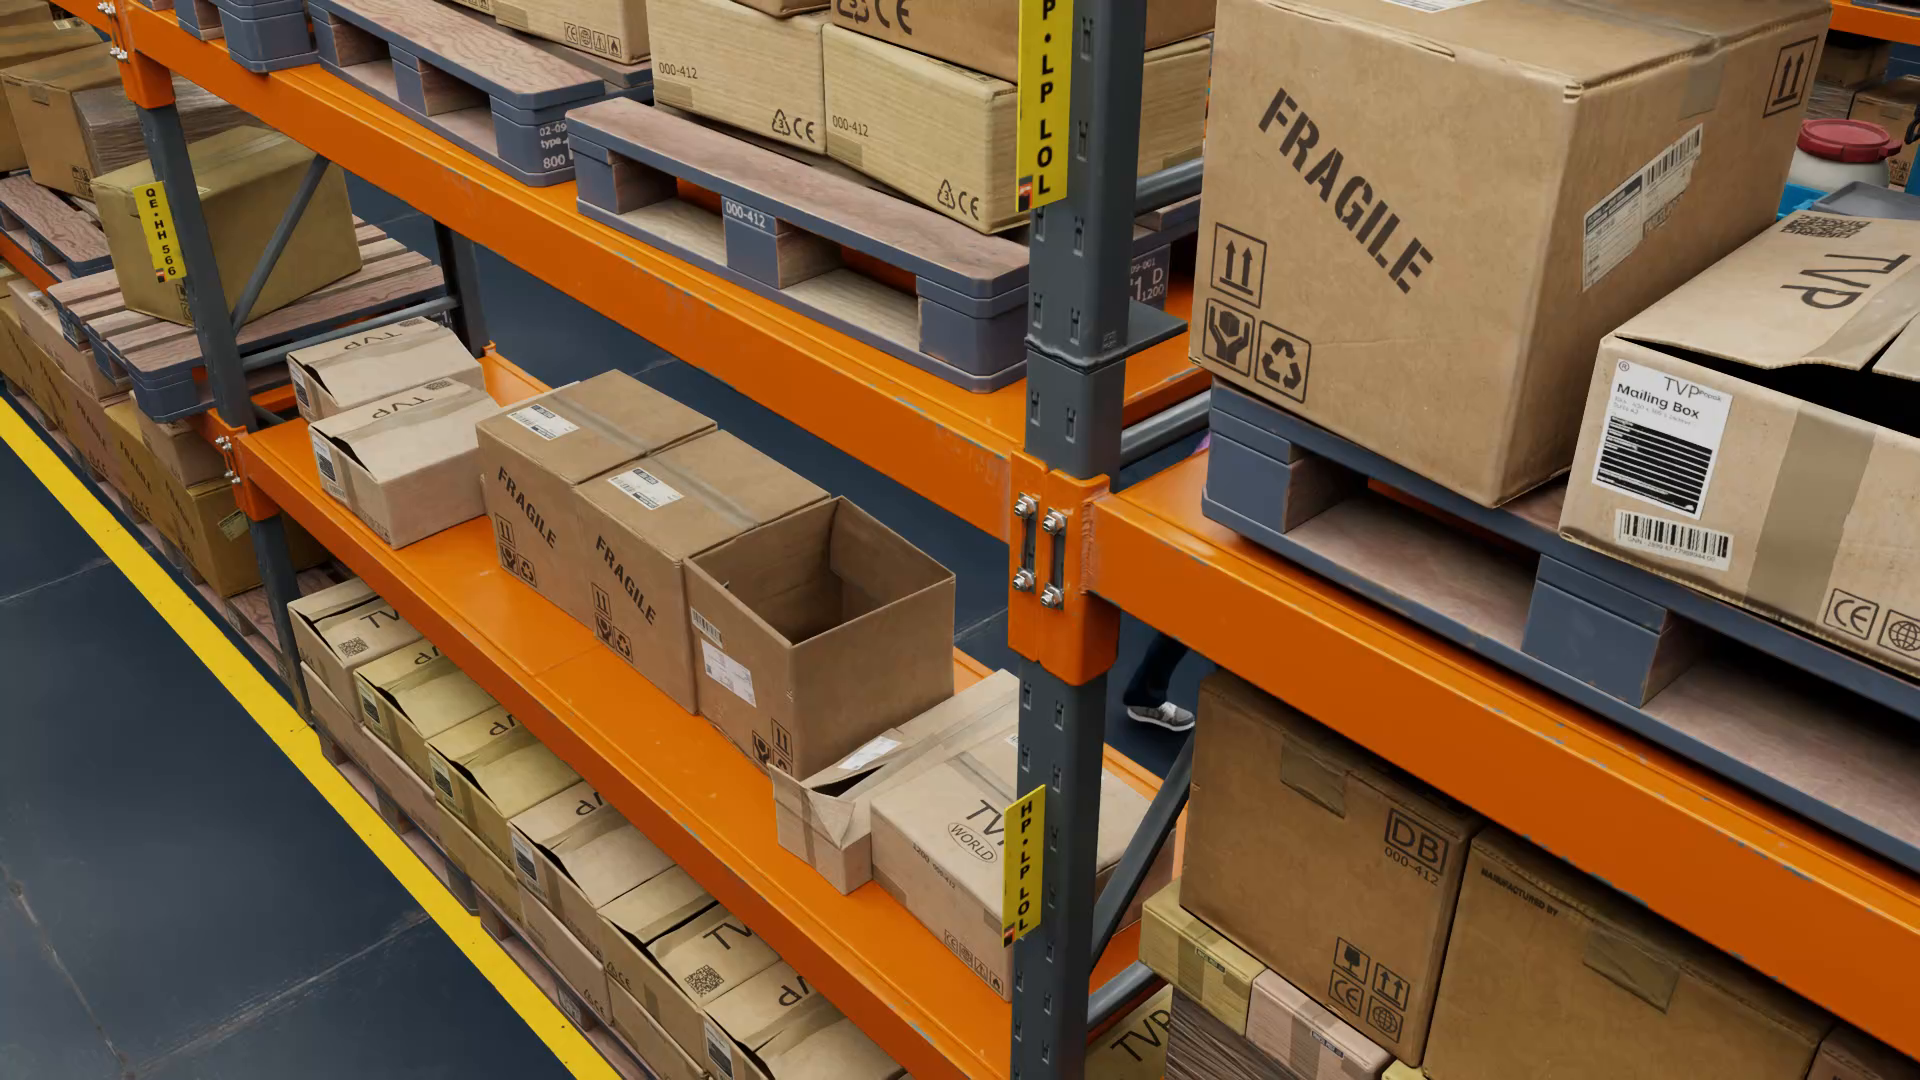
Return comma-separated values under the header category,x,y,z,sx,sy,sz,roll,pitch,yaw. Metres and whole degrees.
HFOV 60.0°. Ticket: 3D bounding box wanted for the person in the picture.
category,x,y,z,sx,sy,sz,roll,pitch,yaw
person,0.984,0.127,5.915,0.803,1.567,0.417,16,35,23
